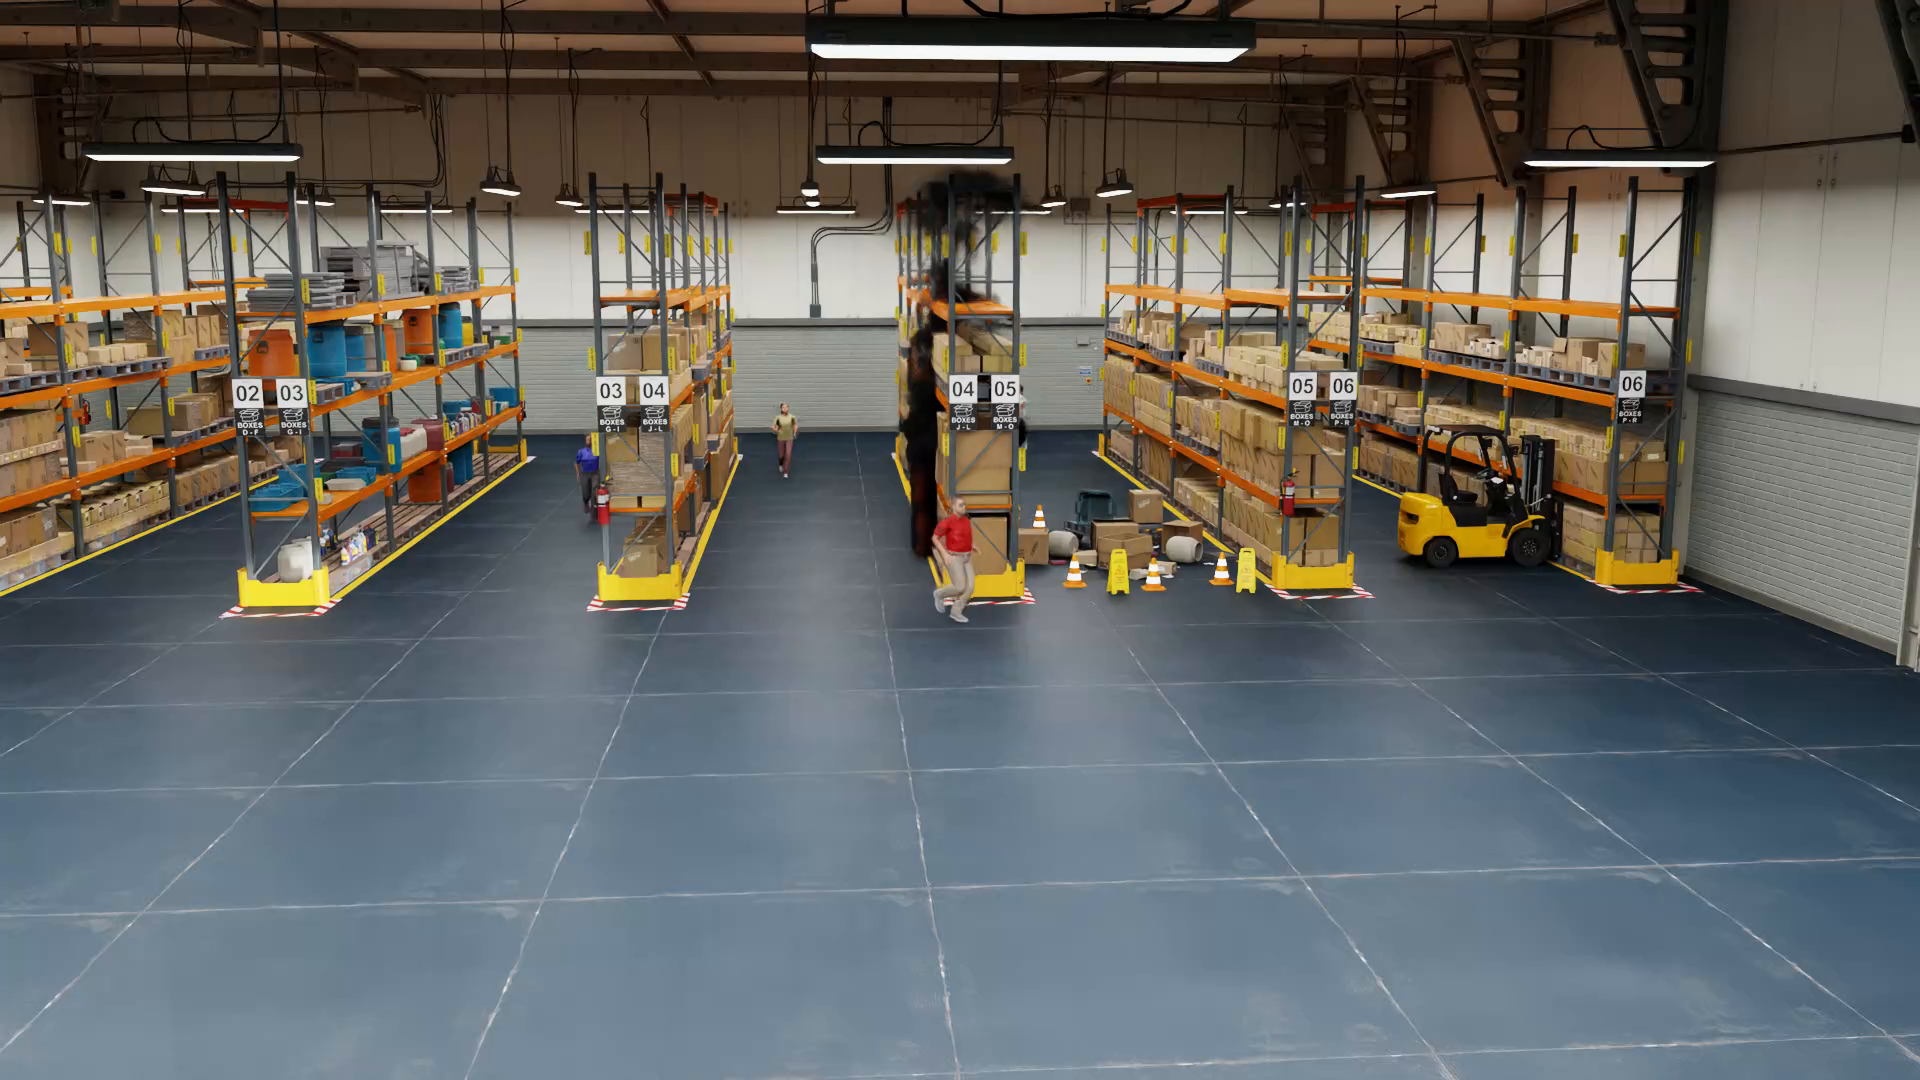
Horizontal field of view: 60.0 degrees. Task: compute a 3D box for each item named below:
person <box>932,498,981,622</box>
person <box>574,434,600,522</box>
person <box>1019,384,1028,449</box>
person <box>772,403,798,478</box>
[{"bbox_3d":[-0.036,0.264,22.446,0.613,1.683,0.682,9,14,43],"label":"person"},{"bbox_3d":[-6.775,-1.086,30.524,0.574,1.505,0.561,-2,10,-13],"label":"person"},{"bbox_3d":[1.426,-3.048,41.258,0.565,1.637,0.552,0,10,-3],"label":"person"},{"bbox_3d":[-3.830,-2.202,36.448,0.579,1.632,0.710,-2,10,-12],"label":"person"}]
